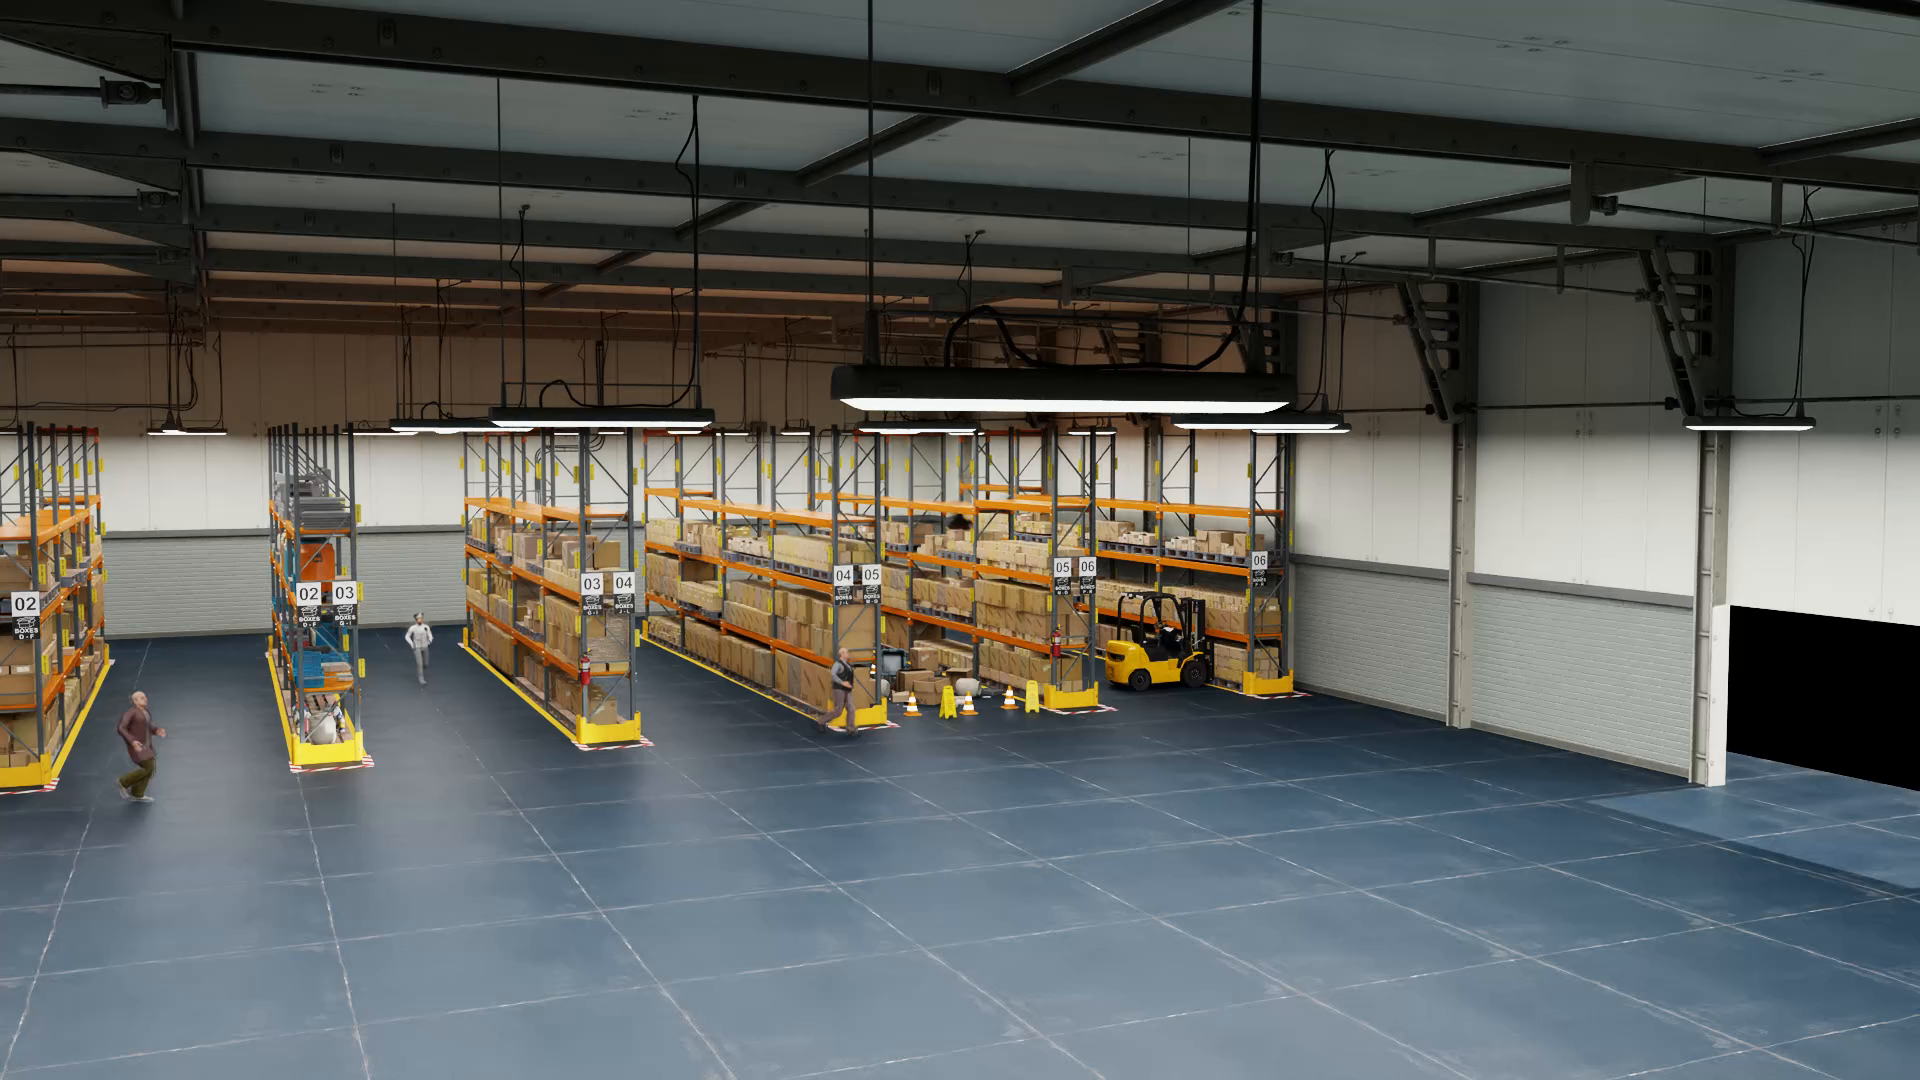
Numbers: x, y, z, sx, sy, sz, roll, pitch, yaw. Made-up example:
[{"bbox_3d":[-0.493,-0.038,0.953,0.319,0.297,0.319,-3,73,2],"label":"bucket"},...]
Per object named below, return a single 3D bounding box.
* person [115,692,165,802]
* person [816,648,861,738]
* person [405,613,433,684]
[{"bbox_3d":[-12.903,3.254,26.193,0.670,1.748,0.699,0,3,0],"label":"person"},{"bbox_3d":[-2.231,2.918,31.960,0.937,1.683,0.719,2,4,25],"label":"person"},{"bbox_3d":[-12.643,2.516,38.905,0.621,1.654,0.698,-2,4,-34],"label":"person"}]
